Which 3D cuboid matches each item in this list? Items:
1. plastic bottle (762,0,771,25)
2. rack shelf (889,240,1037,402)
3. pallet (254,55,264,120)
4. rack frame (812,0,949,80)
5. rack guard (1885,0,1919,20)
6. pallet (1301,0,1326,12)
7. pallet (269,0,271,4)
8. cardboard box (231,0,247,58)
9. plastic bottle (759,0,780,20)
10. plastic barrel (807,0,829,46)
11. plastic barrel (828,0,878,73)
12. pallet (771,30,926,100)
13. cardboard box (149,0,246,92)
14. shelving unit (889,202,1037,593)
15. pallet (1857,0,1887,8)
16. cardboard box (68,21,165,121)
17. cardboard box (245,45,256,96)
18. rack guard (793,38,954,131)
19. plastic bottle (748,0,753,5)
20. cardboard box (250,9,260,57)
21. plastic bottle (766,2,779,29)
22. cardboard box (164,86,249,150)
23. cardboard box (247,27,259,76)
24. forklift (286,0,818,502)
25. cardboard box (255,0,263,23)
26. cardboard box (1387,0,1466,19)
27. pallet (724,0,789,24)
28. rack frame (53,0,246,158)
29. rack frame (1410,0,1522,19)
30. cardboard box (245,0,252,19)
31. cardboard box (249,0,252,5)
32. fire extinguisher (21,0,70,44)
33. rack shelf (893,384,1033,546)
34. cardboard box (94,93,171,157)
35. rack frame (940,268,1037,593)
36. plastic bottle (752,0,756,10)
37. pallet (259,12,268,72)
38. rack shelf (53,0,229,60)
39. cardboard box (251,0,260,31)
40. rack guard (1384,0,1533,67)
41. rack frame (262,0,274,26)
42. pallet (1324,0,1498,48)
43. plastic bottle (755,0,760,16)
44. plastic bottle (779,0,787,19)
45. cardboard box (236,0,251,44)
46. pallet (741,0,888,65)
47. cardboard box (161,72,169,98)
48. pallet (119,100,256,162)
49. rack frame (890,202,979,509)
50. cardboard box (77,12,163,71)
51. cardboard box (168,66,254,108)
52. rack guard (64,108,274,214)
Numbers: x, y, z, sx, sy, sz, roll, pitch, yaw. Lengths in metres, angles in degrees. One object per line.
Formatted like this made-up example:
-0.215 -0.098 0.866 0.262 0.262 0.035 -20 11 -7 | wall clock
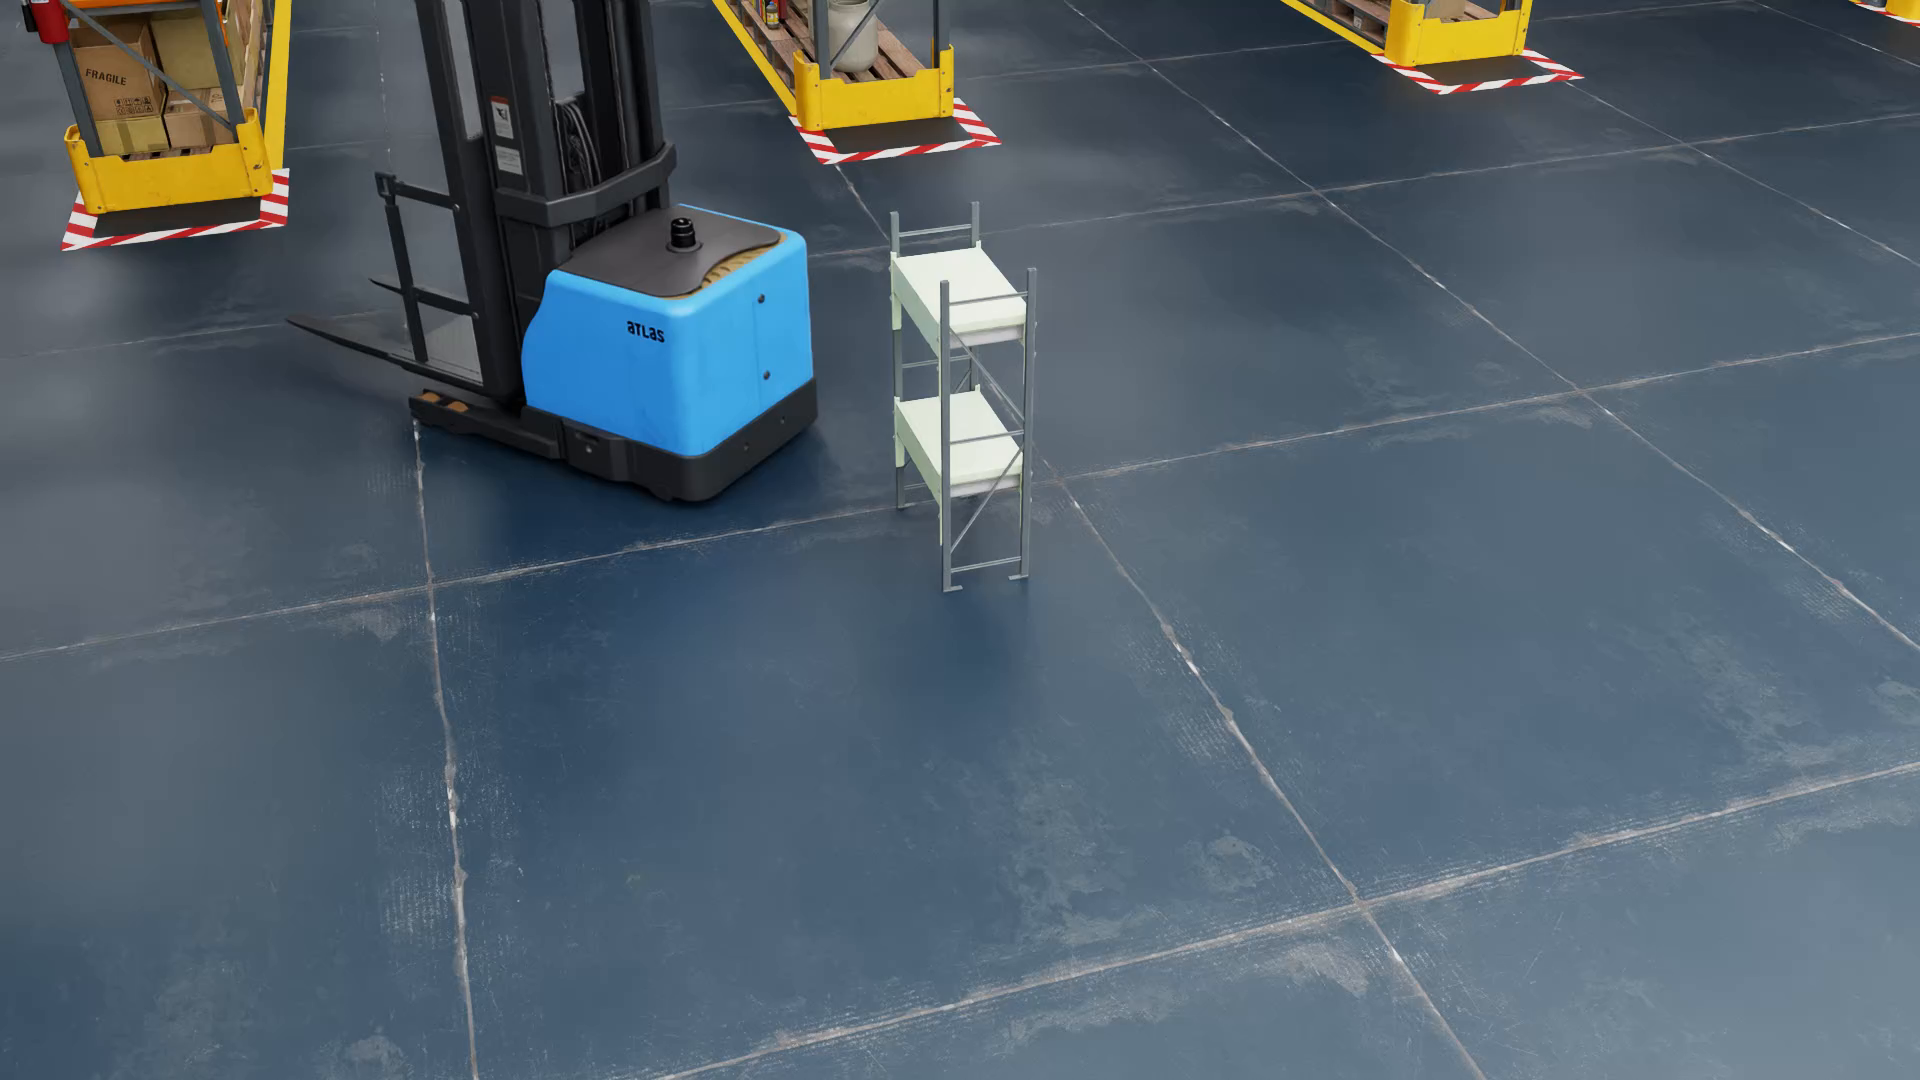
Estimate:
-1.603 -4.433 13.803 0.061 0.283 0.133 -9 35 -14 | plastic bottle
0.002 -0.948 7.116 0.431 0.370 0.720 -10 35 -15 | rack shelf
-5.932 -3.474 12.816 1.003 0.211 1.213 -10 35 -15 | pallet
-0.572 -4.434 11.740 1.000 3.000 0.127 -10 35 -15 | rack frame
8.906 -4.993 14.852 1.175 0.500 0.348 -10 35 -15 | rack guard
3.539 -5.216 15.452 1.003 0.211 1.213 -10 35 -15 | pallet
-6.773 -4.920 15.005 1.003 0.211 1.213 -10 35 -15 | pallet
-5.562 -3.786 12.191 0.500 0.500 0.500 -10 35 -15 | cardboard box
-1.601 -4.509 13.924 0.152 0.276 0.135 -10 35 -14 | plastic bottle
-0.999 -4.167 13.212 0.421 0.512 0.421 0 33 0 | plastic barrel
-0.846 -3.904 12.813 0.421 0.512 0.421 0 33 0 | plastic barrel
-0.883 -3.730 13.204 1.003 0.211 1.213 -10 35 -15 | pallet
-5.397 -3.525 11.797 0.500 0.500 0.500 -10 35 -15 | cardboard box
0.002 -0.622 7.331 0.431 1.500 0.755 -10 35 -15 | shelving unit
8.581 -5.292 15.567 1.003 0.211 1.213 -10 35 -15 | pallet
-5.738 -3.176 11.268 0.500 0.500 0.500 -10 35 -15 | cardboard box
-5.551 -3.475 12.401 0.500 0.250 0.500 -10 35 -15 | cardboard box
-0.640 -3.423 12.477 1.175 0.500 0.348 -10 35 -15 | rack guard
-1.754 -4.797 14.292 0.144 0.351 0.185 -10 35 -15 | plastic bottle
-5.852 -4.001 13.197 0.500 0.250 0.500 -10 35 -15 | cardboard box
-1.550 -4.341 13.738 0.097 0.201 0.097 0 33 0 | plastic bottle
-5.242 -2.950 11.607 0.500 0.250 0.500 -10 35 -15 | cardboard box
-5.698 -3.738 12.799 0.500 0.250 0.500 -10 35 -15 | cardboard box
-2.263 -1.998 8.115 3.031 2.935 1.130 18 37 25 | forklift
-6.161 -4.525 13.990 0.500 0.250 0.500 -10 35 -15 | cardboard box
3.970 -4.730 14.074 0.500 0.500 0.500 -4 34 -6 | cardboard box
-1.627 -5.011 15.143 1.003 0.211 1.213 -10 35 -15 | pallet
-5.291 -3.603 10.482 1.000 3.000 0.127 -10 35 -15 | rack frame
4.145 -5.267 13.000 1.000 3.000 0.127 -10 35 -15 | rack frame
-5.864 -4.311 12.987 0.500 0.500 0.500 -10 35 -15 | cardboard box
-6.020 -4.573 13.383 0.500 0.500 0.500 -10 35 -15 | cardboard box
-5.697 -3.431 10.291 0.296 0.674 0.183 -10 35 -15 | fire extinguisher
0.002 -0.350 7.511 0.431 0.370 0.720 -10 35 -15 | rack shelf
-5.736 -2.863 11.475 0.500 0.250 0.500 -10 35 -15 | cardboard box
0.114 -0.430 7.040 0.400 1.500 0.023 -10 35 -15 | rack frame
-1.697 -4.699 14.145 0.144 0.351 0.185 -9 34 -13 | plastic bottle
-6.308 -4.116 13.787 1.003 0.211 1.213 -10 35 -15 | pallet
-5.901 -4.353 12.270 1.077 0.370 4.000 -10 35 -15 | rack shelf
-6.018 -4.261 13.590 0.500 0.250 0.500 -10 35 -15 | cardboard box
4.121 -4.264 13.750 1.175 0.500 0.348 -10 35 -15 | rack guard
-6.511 -5.703 13.660 1.000 3.000 0.127 -10 35 -15 | rack frame
3.907 -4.576 14.484 1.003 0.211 1.213 -10 35 -15 | pallet
-1.643 -4.582 14.035 0.152 0.276 0.135 -11 35 -16 | plastic bottle
-1.500 -4.530 13.950 0.061 0.283 0.133 -10 35 -15 | plastic bottle
-5.697 -4.051 12.593 0.500 0.500 0.500 -10 35 -15 | cardboard box
-1.251 -4.370 14.172 1.003 0.211 1.213 -10 35 -15 | pallet
-5.900 -3.124 11.870 0.500 0.250 0.500 -10 35 -15 | cardboard box
-5.564 -2.834 11.848 1.003 0.211 1.213 -10 35 -15 | pallet
-0.110 -0.814 7.622 0.400 1.500 0.023 -10 35 -15 | rack frame
-6.057 -3.698 12.059 0.500 0.500 0.500 -10 35 -15 | cardboard box
-5.398 -3.212 12.004 0.500 0.250 0.500 -10 35 -15 | cardboard box
-5.283 -2.548 11.152 1.175 0.500 0.348 -10 35 -15 | rack guard
